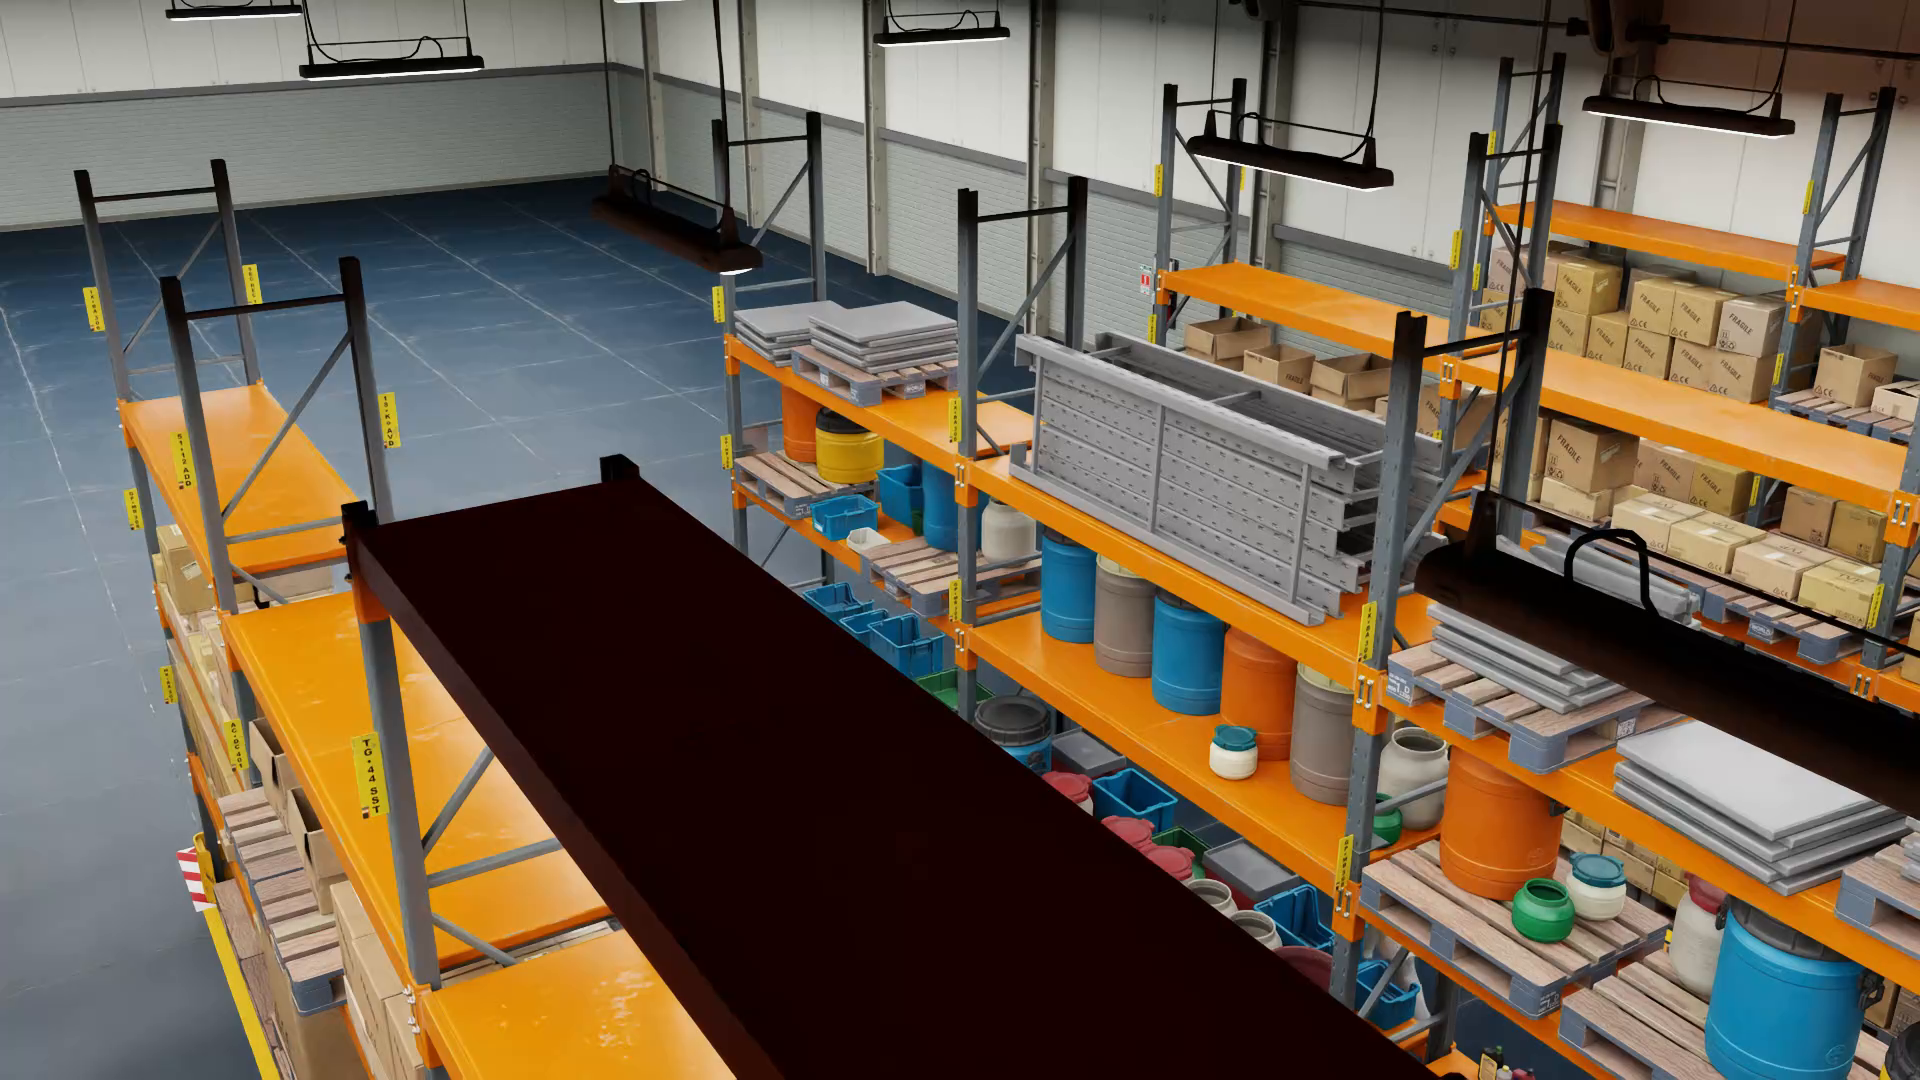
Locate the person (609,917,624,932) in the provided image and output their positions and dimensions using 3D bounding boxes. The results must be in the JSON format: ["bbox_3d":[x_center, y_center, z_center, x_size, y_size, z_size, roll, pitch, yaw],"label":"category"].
[{"bbox_3d":[-2.823,2.408,12.675,0.506,1.572,0.676,-18,28,-38],"label":"person"}]

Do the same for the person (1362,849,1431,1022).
[{"bbox_3d":[3.173,2.713,12.240,0.636,1.717,1.120,-15,27,-34],"label":"person"}]
